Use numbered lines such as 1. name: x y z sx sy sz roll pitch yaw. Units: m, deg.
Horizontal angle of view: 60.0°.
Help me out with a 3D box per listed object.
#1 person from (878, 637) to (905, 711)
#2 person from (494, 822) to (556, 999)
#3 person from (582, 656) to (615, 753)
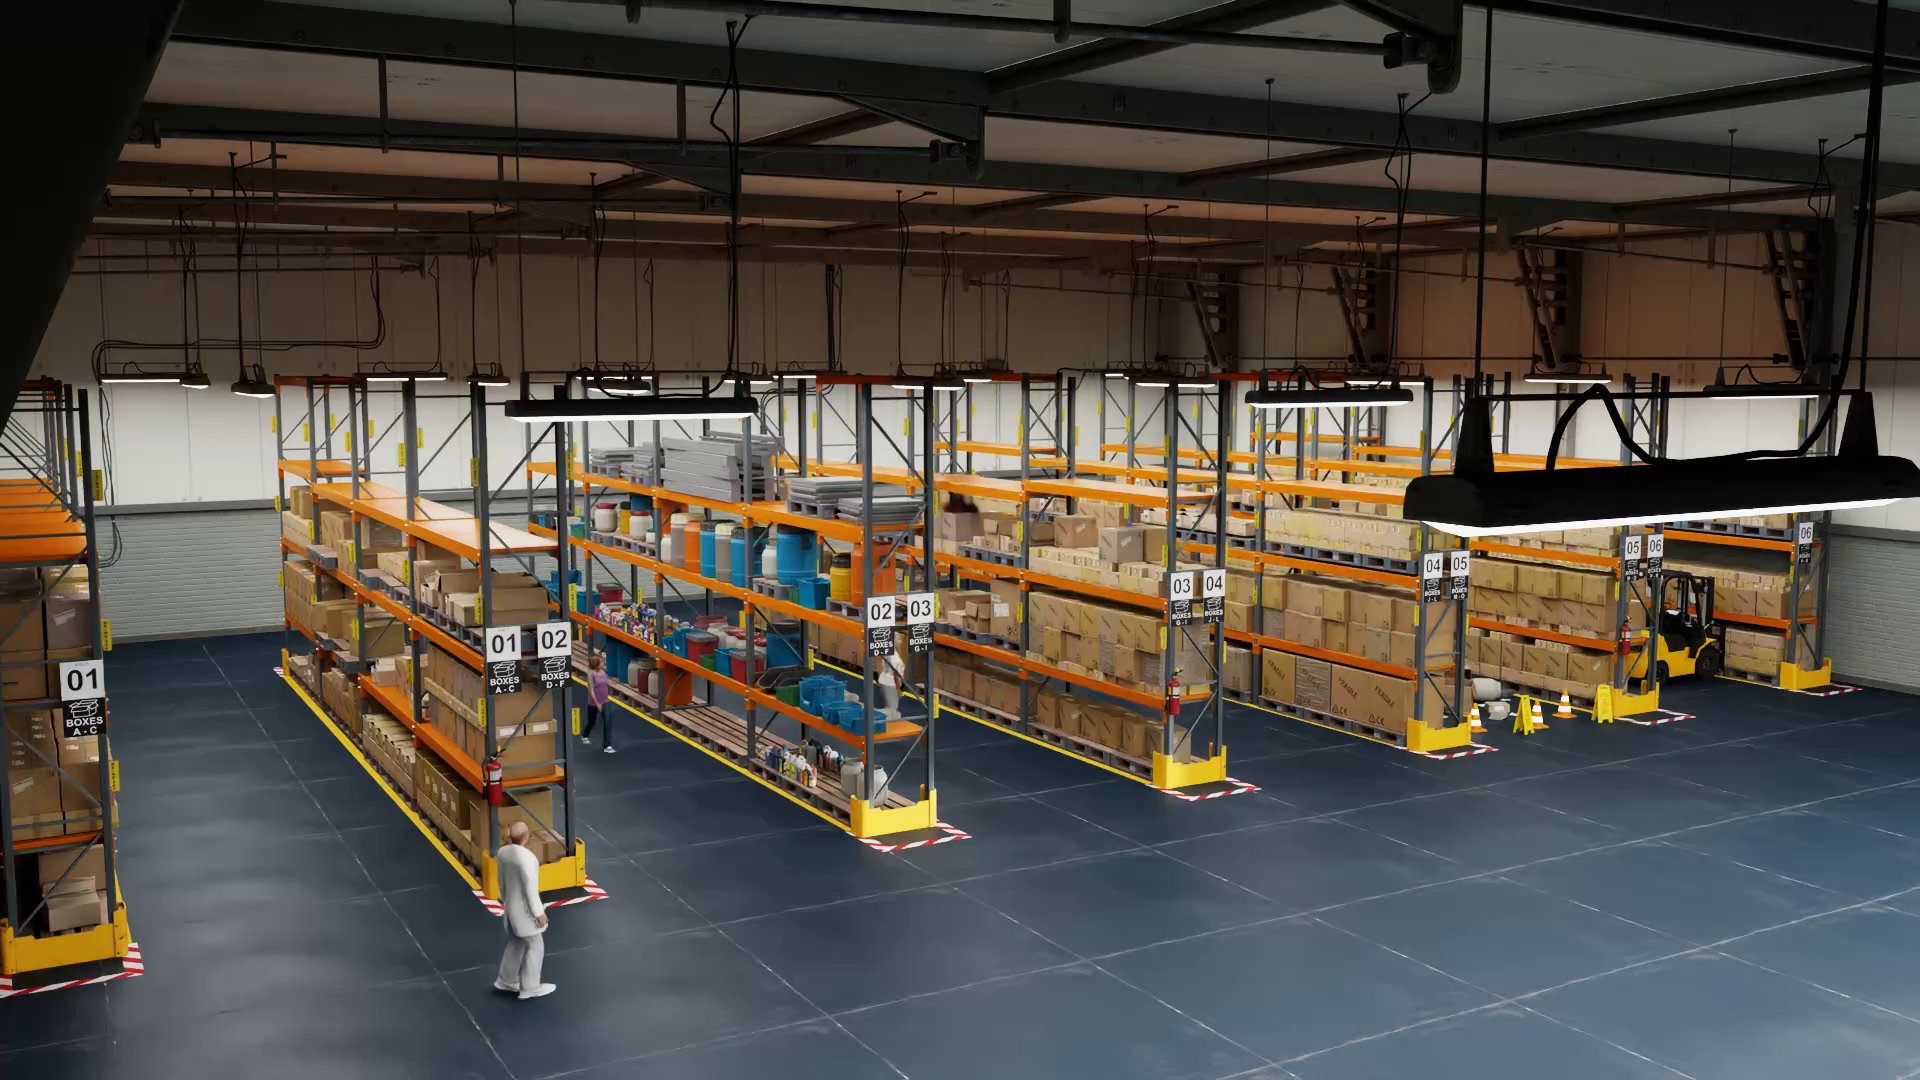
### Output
1. person: -1.112 2.393 27.036 0.413 1.682 0.571 -2 7 -19
2. person: -4.327 3.684 16.523 0.535 1.825 0.640 -4 7 -31
3. person: -5.855 2.626 26.818 0.379 1.548 0.889 -4 8 -35
